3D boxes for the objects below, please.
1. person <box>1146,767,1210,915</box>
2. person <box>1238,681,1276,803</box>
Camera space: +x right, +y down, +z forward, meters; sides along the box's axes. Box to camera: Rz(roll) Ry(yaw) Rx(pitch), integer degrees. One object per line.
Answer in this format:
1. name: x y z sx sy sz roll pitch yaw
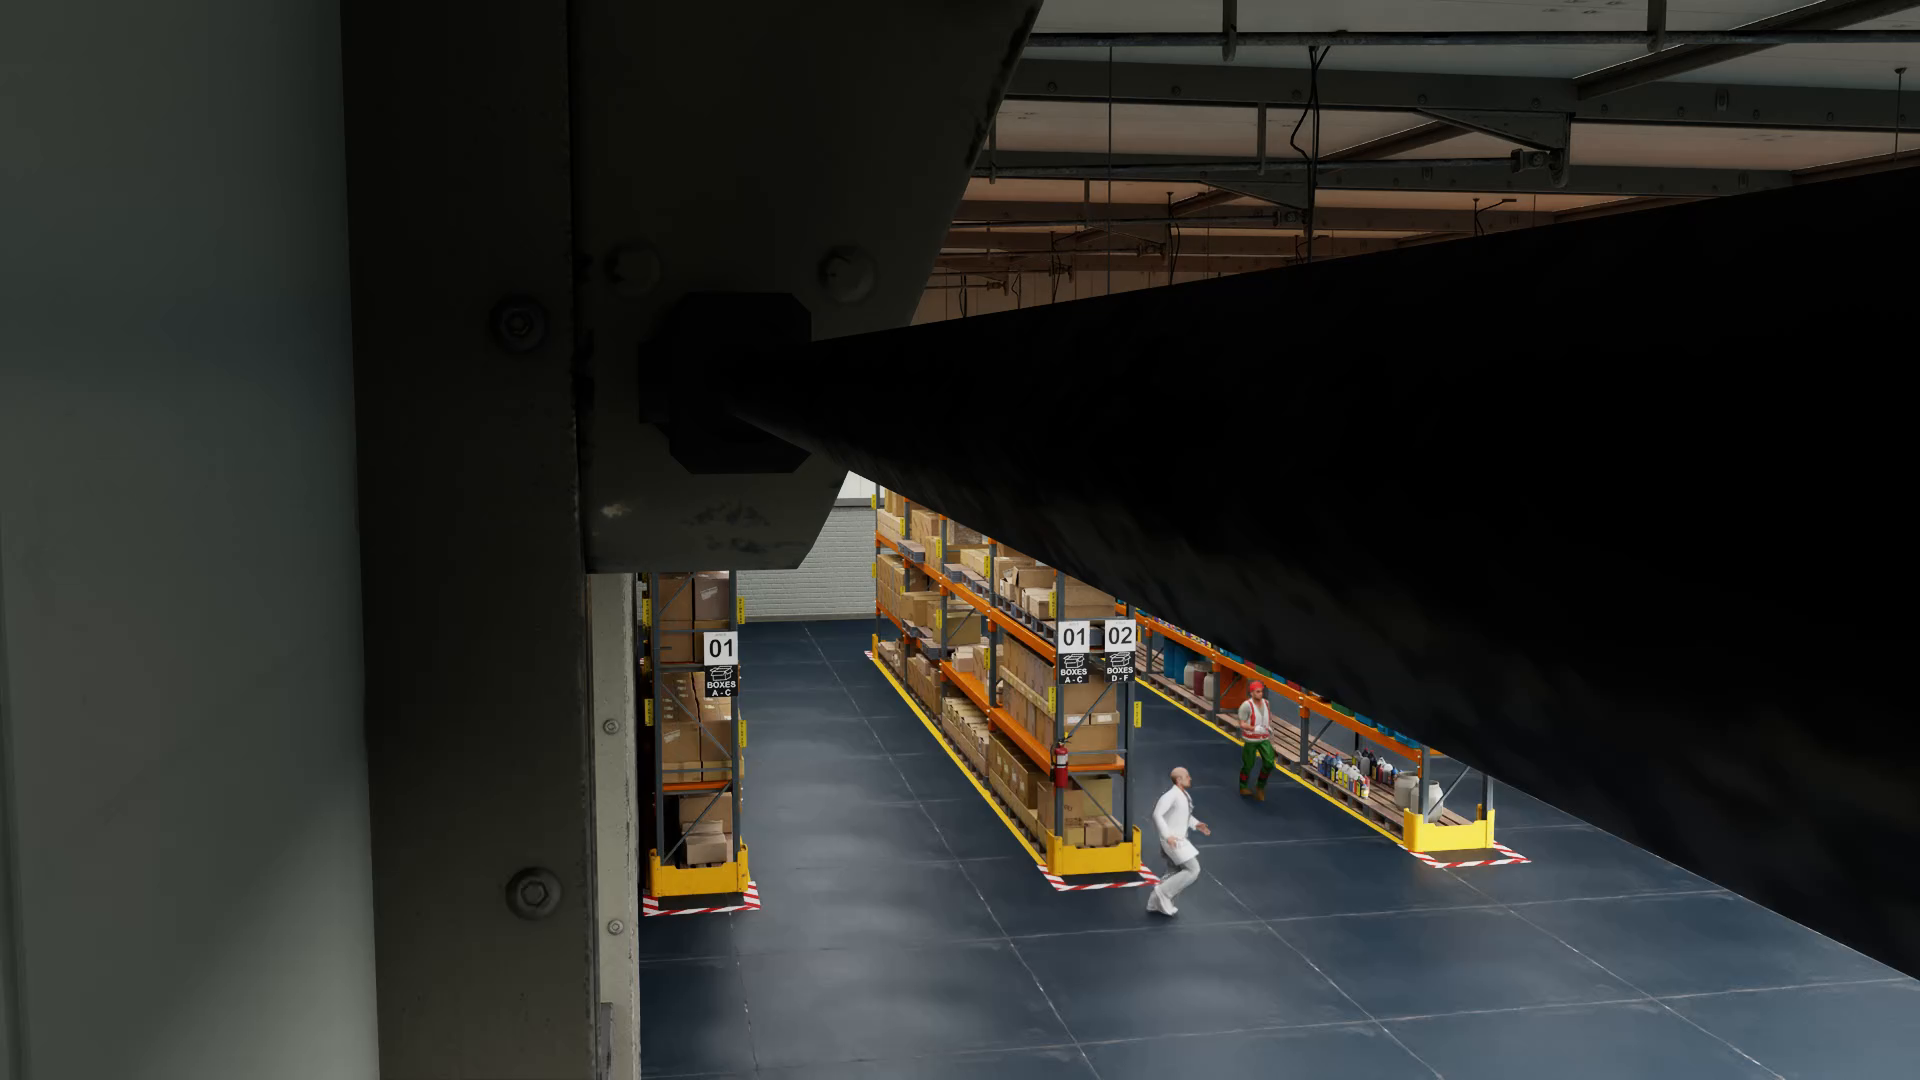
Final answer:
1. person: 2.533 3.493 19.322 0.718 1.723 0.676 2 6 16
2. person: 4.354 2.948 24.337 0.643 1.796 0.805 -2 6 -18
